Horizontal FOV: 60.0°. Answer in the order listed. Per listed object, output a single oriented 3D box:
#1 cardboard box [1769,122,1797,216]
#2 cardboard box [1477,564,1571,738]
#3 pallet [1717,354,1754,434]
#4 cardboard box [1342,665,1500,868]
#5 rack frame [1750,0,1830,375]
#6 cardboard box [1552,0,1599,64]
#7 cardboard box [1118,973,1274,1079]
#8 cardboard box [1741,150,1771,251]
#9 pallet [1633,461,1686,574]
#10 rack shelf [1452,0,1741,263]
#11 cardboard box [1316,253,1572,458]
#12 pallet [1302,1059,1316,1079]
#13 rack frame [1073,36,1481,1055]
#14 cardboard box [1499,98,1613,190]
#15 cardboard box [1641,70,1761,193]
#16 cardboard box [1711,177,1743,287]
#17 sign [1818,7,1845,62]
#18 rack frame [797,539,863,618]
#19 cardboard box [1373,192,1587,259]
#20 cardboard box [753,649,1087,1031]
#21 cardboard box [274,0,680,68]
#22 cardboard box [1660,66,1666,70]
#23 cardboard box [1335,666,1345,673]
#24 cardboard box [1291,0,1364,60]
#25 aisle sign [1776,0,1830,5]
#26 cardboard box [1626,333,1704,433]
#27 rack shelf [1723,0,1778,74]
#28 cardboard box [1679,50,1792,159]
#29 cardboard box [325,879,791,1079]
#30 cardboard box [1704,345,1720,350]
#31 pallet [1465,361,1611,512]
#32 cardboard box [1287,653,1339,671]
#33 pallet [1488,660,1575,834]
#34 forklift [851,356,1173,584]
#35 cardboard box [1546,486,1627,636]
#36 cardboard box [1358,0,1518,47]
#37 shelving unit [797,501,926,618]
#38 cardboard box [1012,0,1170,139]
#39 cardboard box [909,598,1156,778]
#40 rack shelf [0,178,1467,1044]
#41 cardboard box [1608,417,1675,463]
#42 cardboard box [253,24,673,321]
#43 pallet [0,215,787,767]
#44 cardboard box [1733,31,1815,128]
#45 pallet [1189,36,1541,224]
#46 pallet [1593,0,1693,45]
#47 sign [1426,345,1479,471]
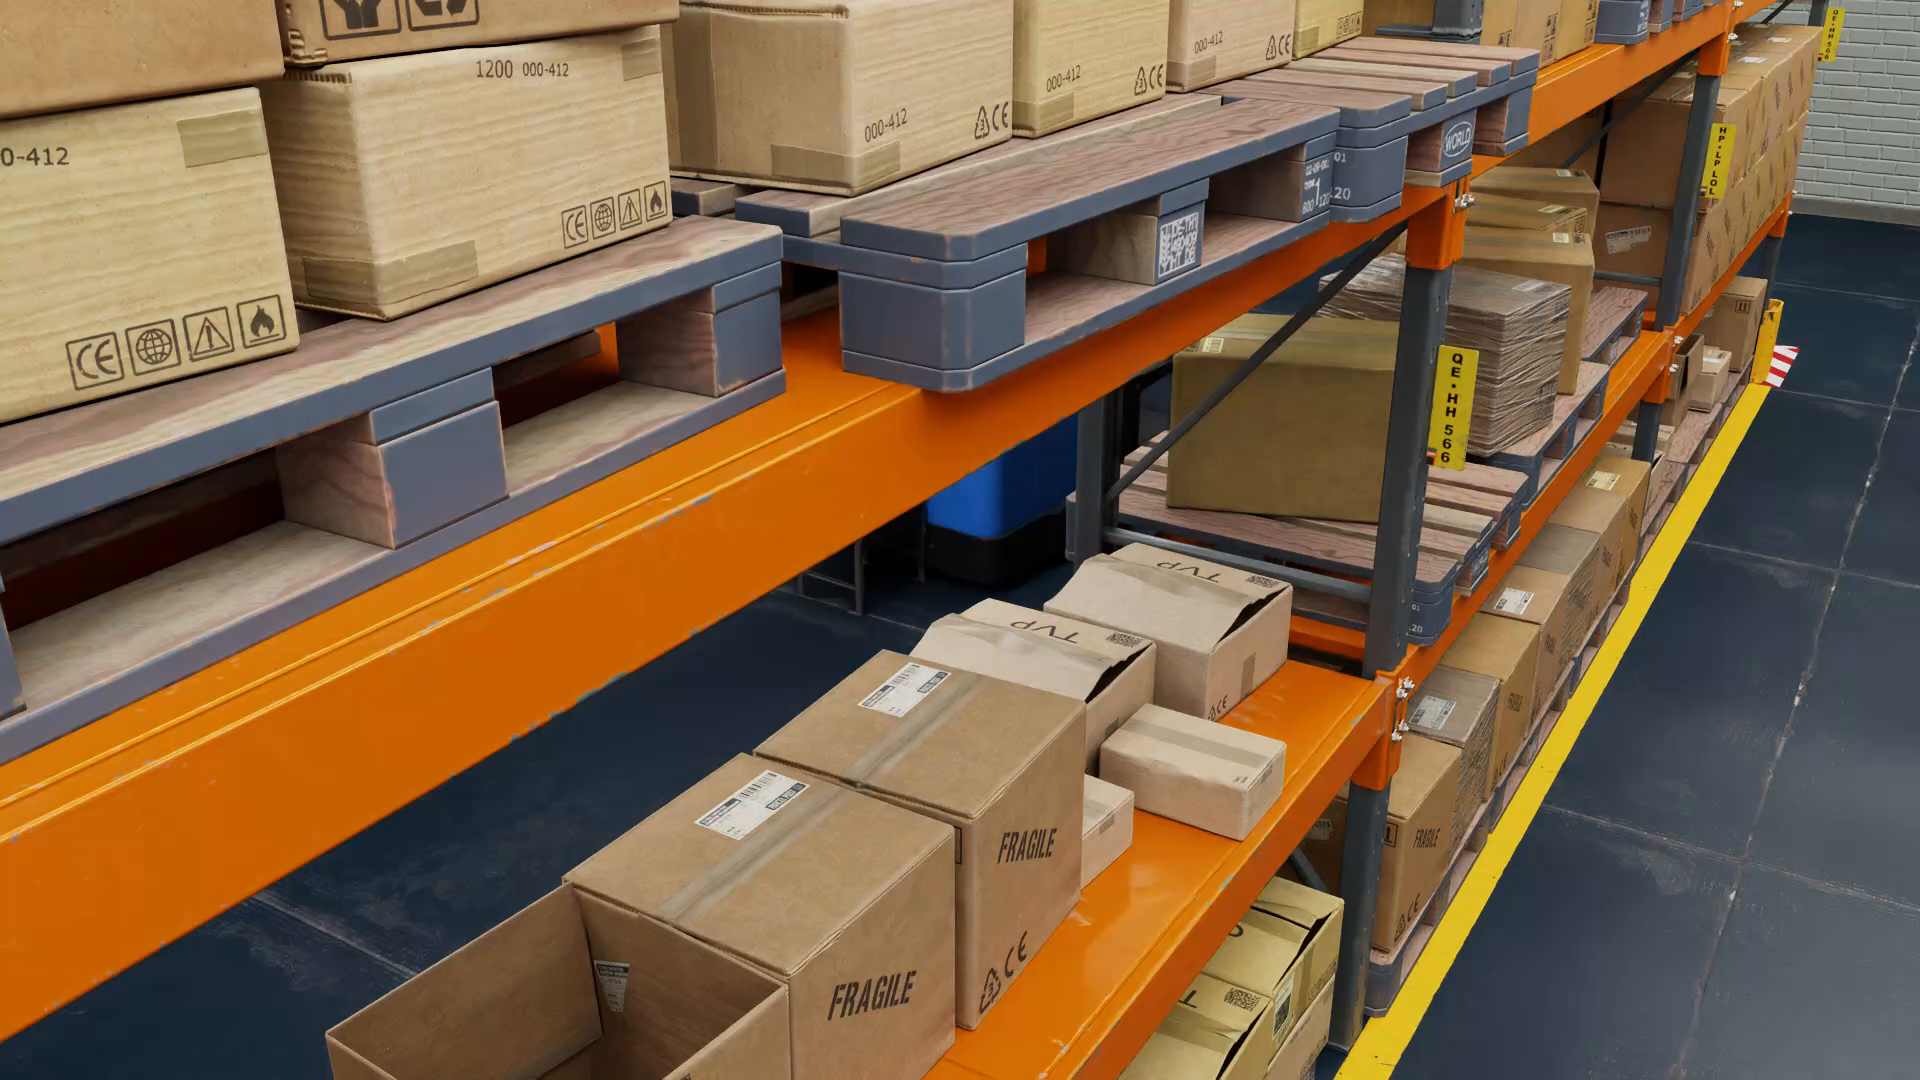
[{"bbox_3d":[4.743,-2.285,10.127,0.500,0.500,0.500,14,27,29],"label":"cardboard box"},{"bbox_3d":[2.093,0.405,6.631,0.500,0.500,0.500,13,27,27],"label":"cardboard box"},{"bbox_3d":[4.559,-1.048,10.906,1.003,0.211,1.213,14,27,29],"label":"pallet"},{"bbox_3d":[1.553,0.751,5.833,0.500,0.500,0.500,13,27,27],"label":"cardboard box"},{"bbox_3d":[5.018,-2.623,11.034,1.000,3.000,0.127,14,27,29],"label":"rack frame"},{"bbox_3d":[1.543,-1.847,5.340,0.910,0.500,0.500,14,27,29],"label":"cardboard box"},{"bbox_3d":[0.463,1.294,4.212,0.500,0.311,0.500,13,27,28],"label":"cardboard box"},{"bbox_3d":[4.209,-1.948,9.347,0.500,0.500,0.500,13,27,28],"label":"cardboard box"},{"bbox_3d":[3.272,-0.225,9.004,1.003,0.211,1.213,14,27,29],"label":"pallet"},{"bbox_3d":[1.854,-1.644,5.903,1.077,0.370,4.000,14,27,29],"label":"rack shelf"},{"bbox_3d":[1.680,-0.666,5.859,0.700,0.500,0.500,20,31,39],"label":"cardboard box"},{"bbox_3d":[0.331,1.626,4.727,1.003,0.211,1.213,14,27,29],"label":"pallet"},{"bbox_3d":[0.799,0.077,4.796,1.000,3.000,0.127,14,27,29],"label":"rack frame"},{"bbox_3d":[2.955,-2.003,8.216,0.500,0.500,0.500,14,27,29],"label":"cardboard box"},{"bbox_3d":[3.668,-2.052,8.330,0.500,0.500,0.500,13,27,27],"label":"cardboard box"},{"bbox_3d":[3.676,-1.607,8.561,0.500,0.500,0.500,14,27,30],"label":"cardboard box"},{"bbox_3d":[5.479,-3.176,10.456,0.100,0.325,0.005,14,27,29],"label":"sign"},{"bbox_3d":[-0.625,-0.642,7.590,0.400,2.100,0.015,16,28,33],"label":"rack frame"},{"bbox_3d":[2.160,-1.153,6.984,0.700,0.500,0.500,19,30,37],"label":"cardboard box"},{"bbox_3d":[-0.073,0.601,3.460,0.500,0.500,0.500,12,26,26],"label":"cardboard box"},{"bbox_3d":[-0.672,-0.814,1.796,0.500,0.500,0.500,17,29,34],"label":"cardboard box"},{"bbox_3d":[3.489,-2.346,9.010,0.500,0.500,0.500,14,27,29],"label":"cardboard box"},{"bbox_3d":[1.092,0.657,6.048,0.500,0.500,0.500,15,28,31],"label":"cardboard box"},{"bbox_3d":[0.607,-1.258,3.766,0.500,0.250,0.500,12,26,25],"label":"cardboard box"},{"bbox_3d":[5.315,-3.775,10.422,0.394,0.787,0.004,14,27,29],"label":"aisle sign"},{"bbox_3d":[3.895,-0.965,9.791,0.797,0.503,0.637,14,27,29],"label":"cardboard box"},{"bbox_3d":[3.964,-2.994,9.021,1.077,0.370,4.000,14,27,29],"label":"rack shelf"},{"bbox_3d":[4.211,-2.400,9.134,0.500,0.500,0.500,15,27,31],"label":"cardboard box"},{"bbox_3d":[-0.615,0.948,2.660,0.500,0.500,0.500,16,28,33],"label":"cardboard box"},{"bbox_3d":[4.651,-1.172,10.694,0.380,0.166,0.250,14,27,29],"label":"cardboard box"},{"bbox_3d":[1.820,-0.492,6.353,1.003,0.211,1.213,14,27,29],"label":"pallet"},{"bbox_3d":[1.119,0.293,5.945,0.500,0.250,0.500,15,28,31],"label":"cardboard box"},{"bbox_3d":[1.869,0.703,6.862,1.003,0.211,1.213,14,27,29],"label":"pallet"},{"bbox_3d":[0.632,-1.655,8.883,1.130,2.935,3.031,16,28,33],"label":"forklift"},{"bbox_3d":[2.624,0.064,7.419,0.500,0.500,0.500,14,27,29],"label":"cardboard box"},{"bbox_3d":[1.000,-1.500,4.537,0.910,0.500,0.500,14,27,29],"label":"cardboard box"},{"bbox_3d":[-0.481,-0.720,7.771,0.431,2.100,0.503,16,28,33],"label":"shelving unit"},{"bbox_3d":[0.035,-0.887,2.908,0.500,0.250,0.500,13,27,28],"label":"cardboard box"},{"bbox_3d":[0.162,0.379,4.211,0.500,0.311,0.500,14,27,28],"label":"cardboard box"},{"bbox_3d":[-0.256,-0.294,2.784,1.077,0.370,4.000,14,27,29],"label":"rack shelf"},{"bbox_3d":[3.762,-0.565,9.292,0.380,0.166,0.250,14,27,29],"label":"cardboard box"},{"bbox_3d":[-0.691,-0.465,1.934,0.500,0.250,0.500,11,26,24],"label":"cardboard box"},{"bbox_3d":[-0.857,-0.162,1.814,0.805,0.209,1.217,13,26,27],"label":"pallet"},{"bbox_3d":[4.752,-2.749,9.941,0.500,0.500,0.500,15,27,30],"label":"cardboard box"},{"bbox_3d":[0.517,-0.965,3.666,1.213,0.211,1.003,15,28,31],"label":"pallet"},{"bbox_3d":[1.960,-2.007,6.072,1.213,0.211,1.003,14,27,29],"label":"pallet"},{"bbox_3d":[1.272,-0.339,4.300,0.100,0.325,0.005,14,27,29],"label":"sign"}]
